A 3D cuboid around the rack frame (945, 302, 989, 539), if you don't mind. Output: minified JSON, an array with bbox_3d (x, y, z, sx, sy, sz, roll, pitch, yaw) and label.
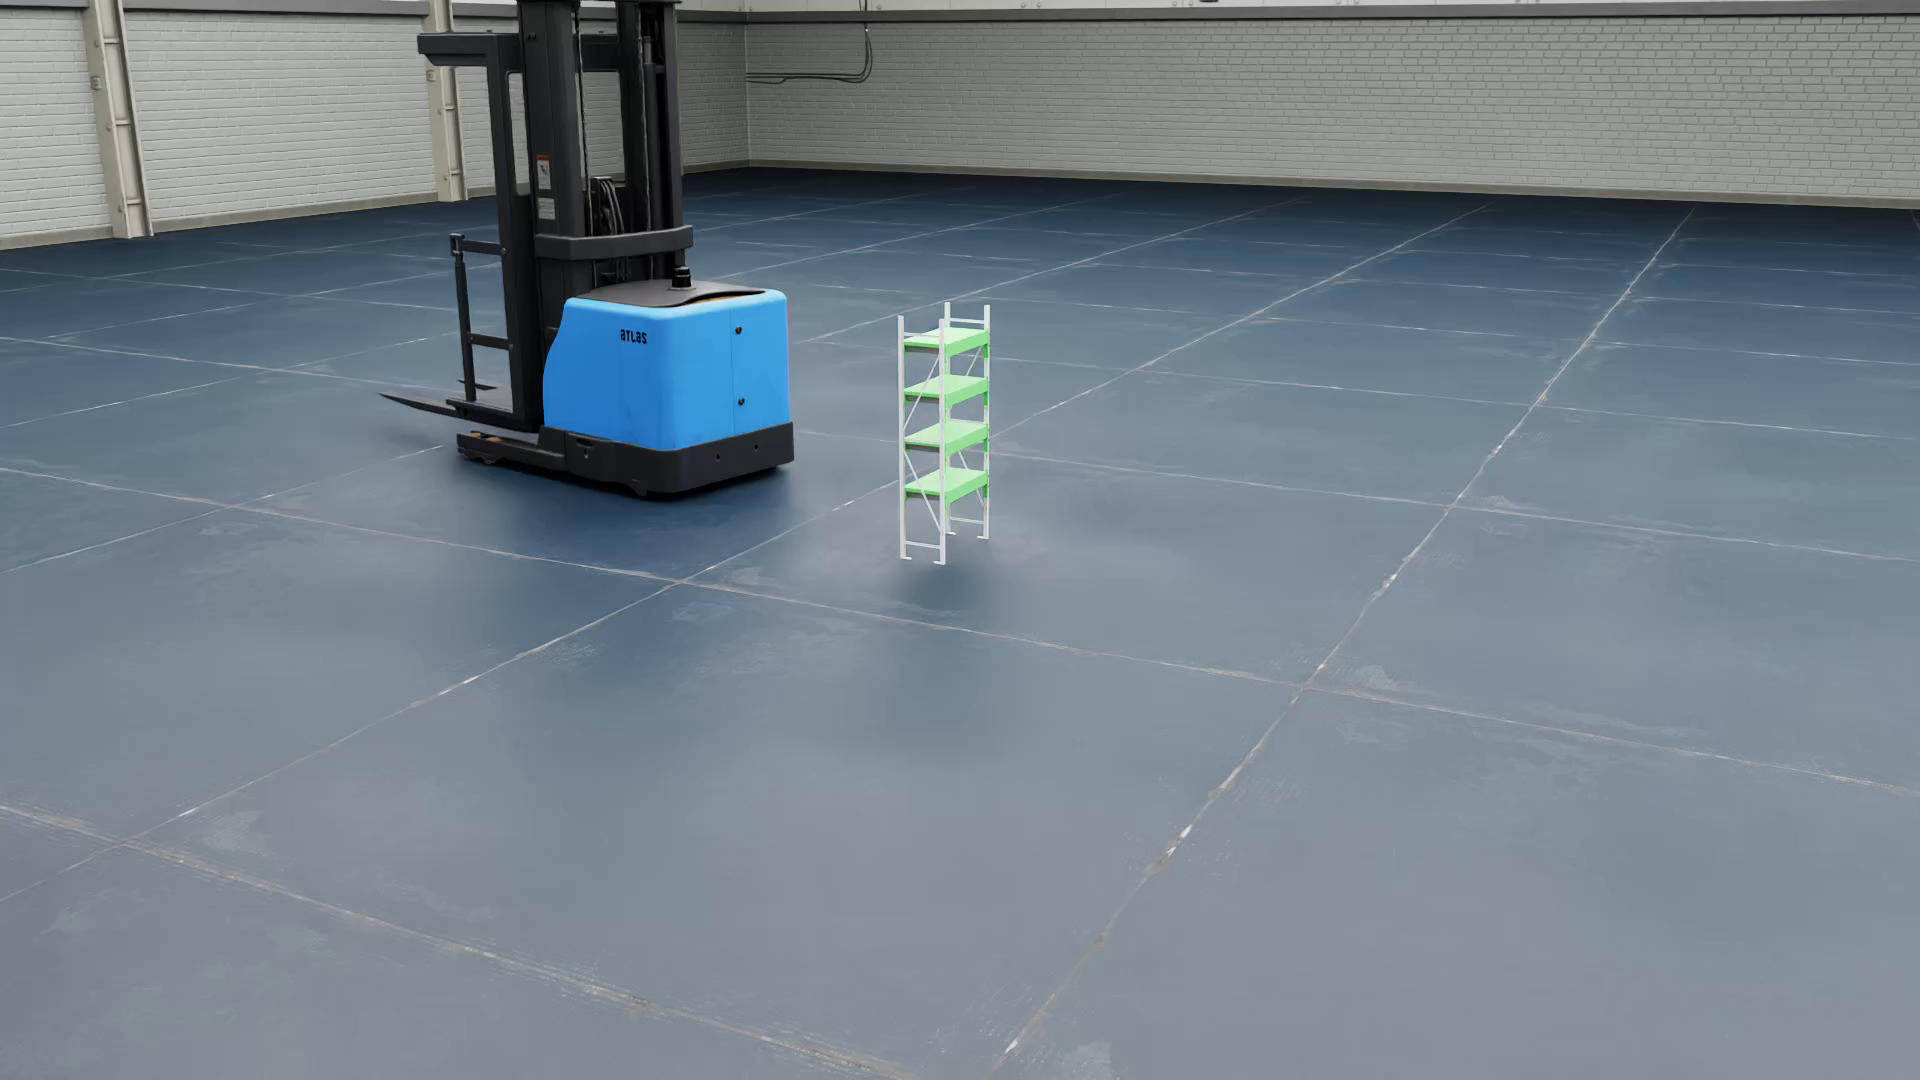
[{"bbox_3d":[0.035,-0.595,8.421,0.240,1.200,0.015,8,18,25],"label":"rack frame"}]

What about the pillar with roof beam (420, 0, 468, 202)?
[{"bbox_3d":[-4.470,-9.336,24.151,9.100,9.000,0.400,8,18,25],"label":"pillar with roof beam"}]

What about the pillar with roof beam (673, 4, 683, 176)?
[{"bbox_3d":[-1.789,-10.864,29.297,9.100,9.000,0.400,8,18,25],"label":"pillar with roof beam"}]

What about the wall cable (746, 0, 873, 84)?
[{"bbox_3d":[-3.141,-10.505,33.543,3.097,2.526,0.112,8,18,25],"label":"wall cable"}]

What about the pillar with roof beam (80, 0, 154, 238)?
[{"bbox_3d":[-7.151,-7.807,19.006,9.100,9.000,0.400,8,18,25],"label":"pillar with roof beam"}]

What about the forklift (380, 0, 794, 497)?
[{"bbox_3d":[-2.452,-1.967,9.998,3.031,2.935,1.130,13,21,37],"label":"forklift"}]

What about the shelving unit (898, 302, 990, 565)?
[{"bbox_3d":[-0.074,-0.533,8.212,0.258,1.200,0.503,8,18,25],"label":"shelving unit"}]

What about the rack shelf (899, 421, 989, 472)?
[{"bbox_3d":[-0.074,-0.472,8.230,0.258,0.148,0.480,8,18,25],"label":"rack shelf"}]

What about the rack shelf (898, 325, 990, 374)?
[{"bbox_3d":[-0.074,-0.932,8.093,0.258,0.148,0.480,8,18,25],"label":"rack shelf"}]

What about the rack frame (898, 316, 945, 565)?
[{"bbox_3d":[-0.183,-0.471,8.002,0.240,1.200,0.015,8,18,25],"label":"rack frame"}]

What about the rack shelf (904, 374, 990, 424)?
[{"bbox_3d":[-0.074,-0.702,8.161,0.258,0.148,0.480,8,18,25],"label":"rack shelf"}]

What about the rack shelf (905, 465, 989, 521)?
[{"bbox_3d":[-0.074,-0.242,8.298,0.258,0.148,0.480,8,18,25],"label":"rack shelf"}]
